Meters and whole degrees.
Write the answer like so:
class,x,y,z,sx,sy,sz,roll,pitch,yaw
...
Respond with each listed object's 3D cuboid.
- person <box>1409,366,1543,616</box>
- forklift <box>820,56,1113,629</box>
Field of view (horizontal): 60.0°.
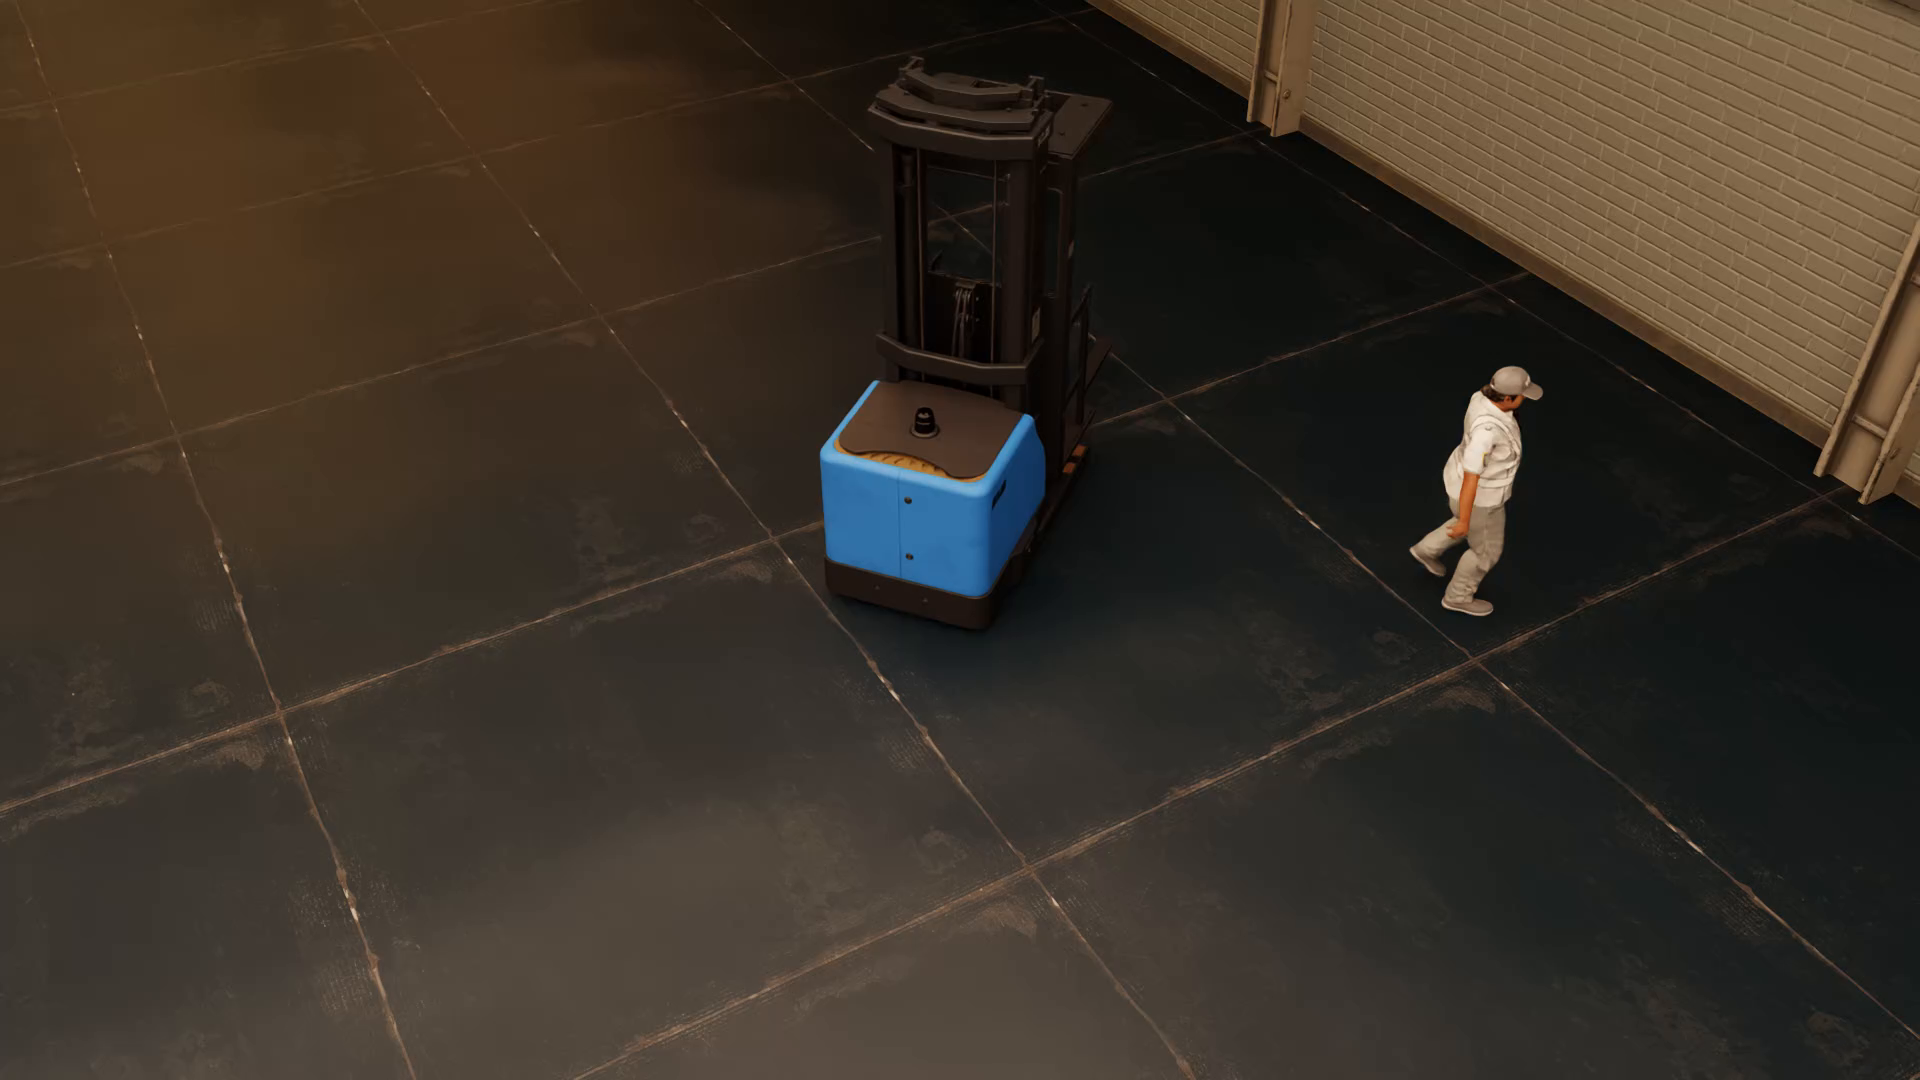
class,x,y,z,sx,sy,sz,roll,pitch,yaw
person,2.919,-0.289,9.398,0.494,1.647,0.689,5,40,6
forklift,0.210,-1.558,9.915,1.130,2.935,3.031,14,42,16
